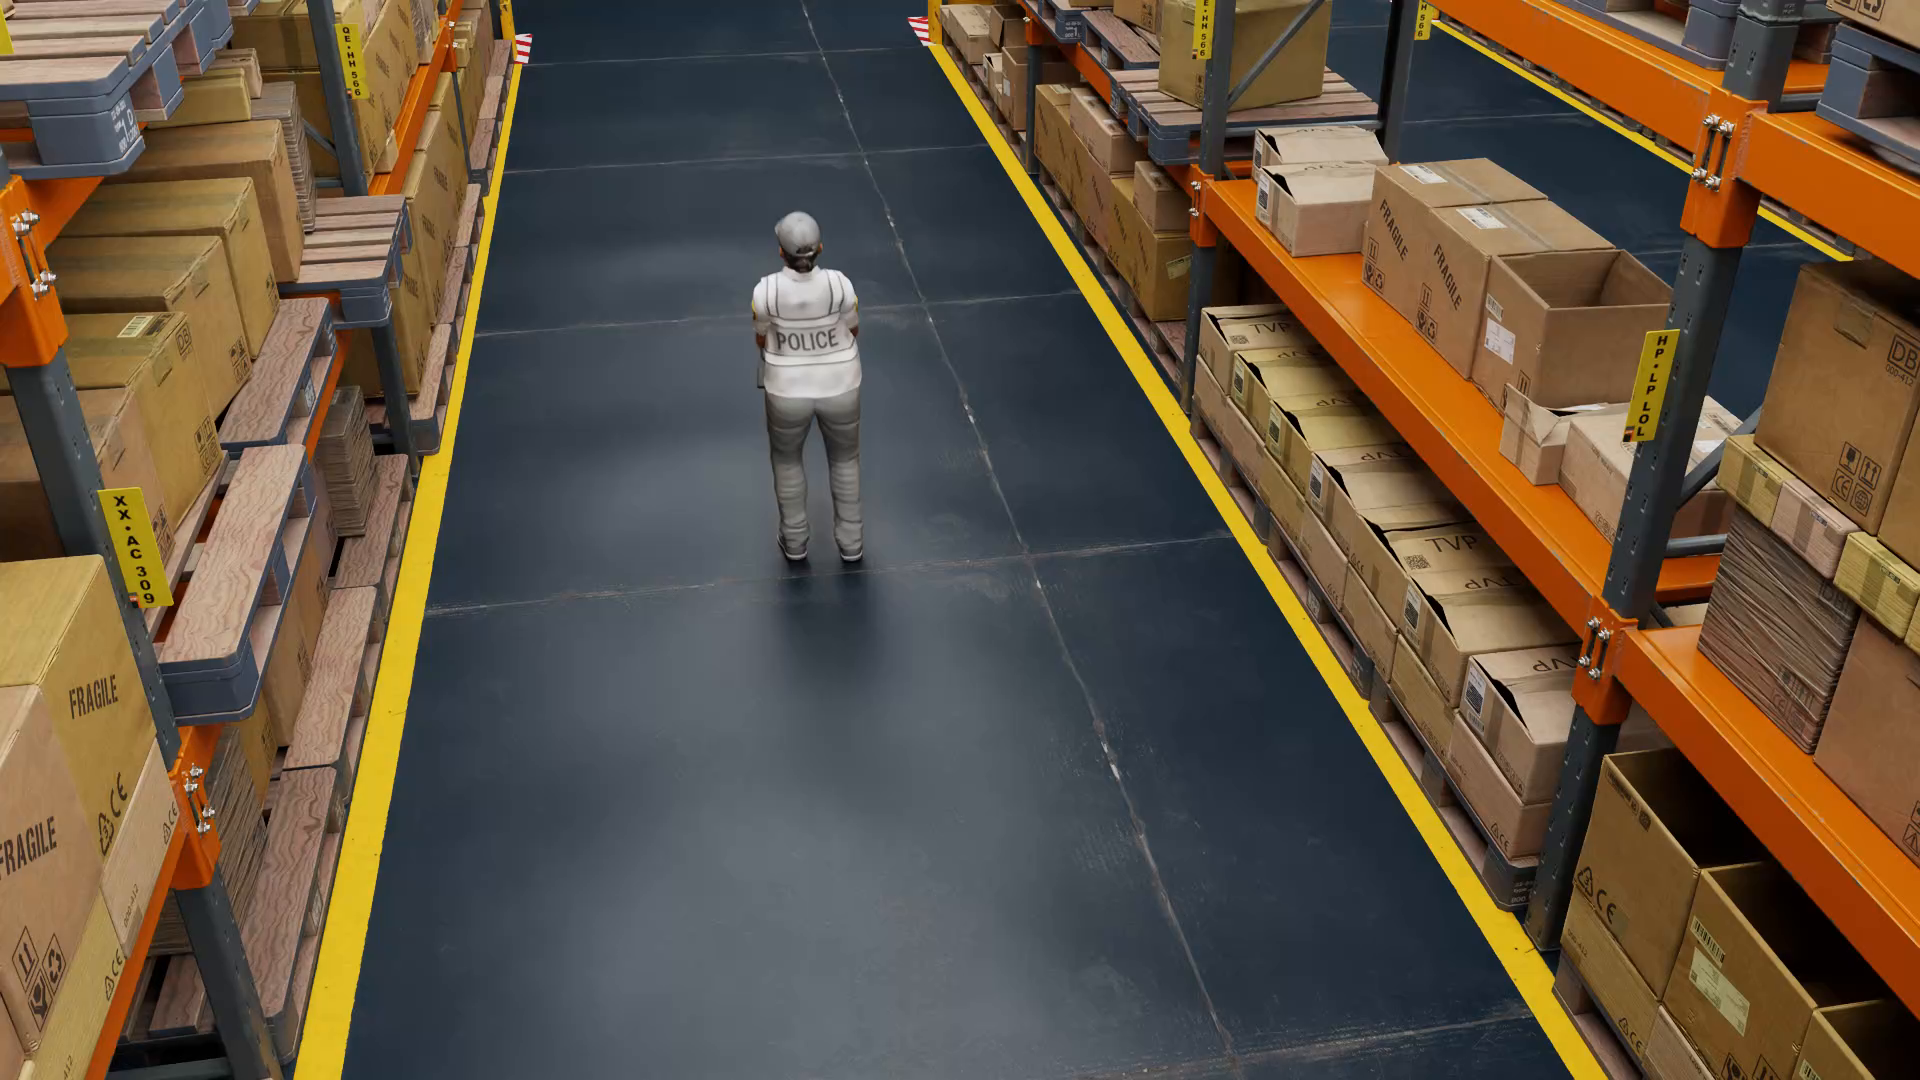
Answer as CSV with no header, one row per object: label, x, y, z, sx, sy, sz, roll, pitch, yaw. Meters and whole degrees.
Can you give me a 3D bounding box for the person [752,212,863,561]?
person,-0.663,-0.680,7.277,0.452,1.653,0.534,-5,31,-8
